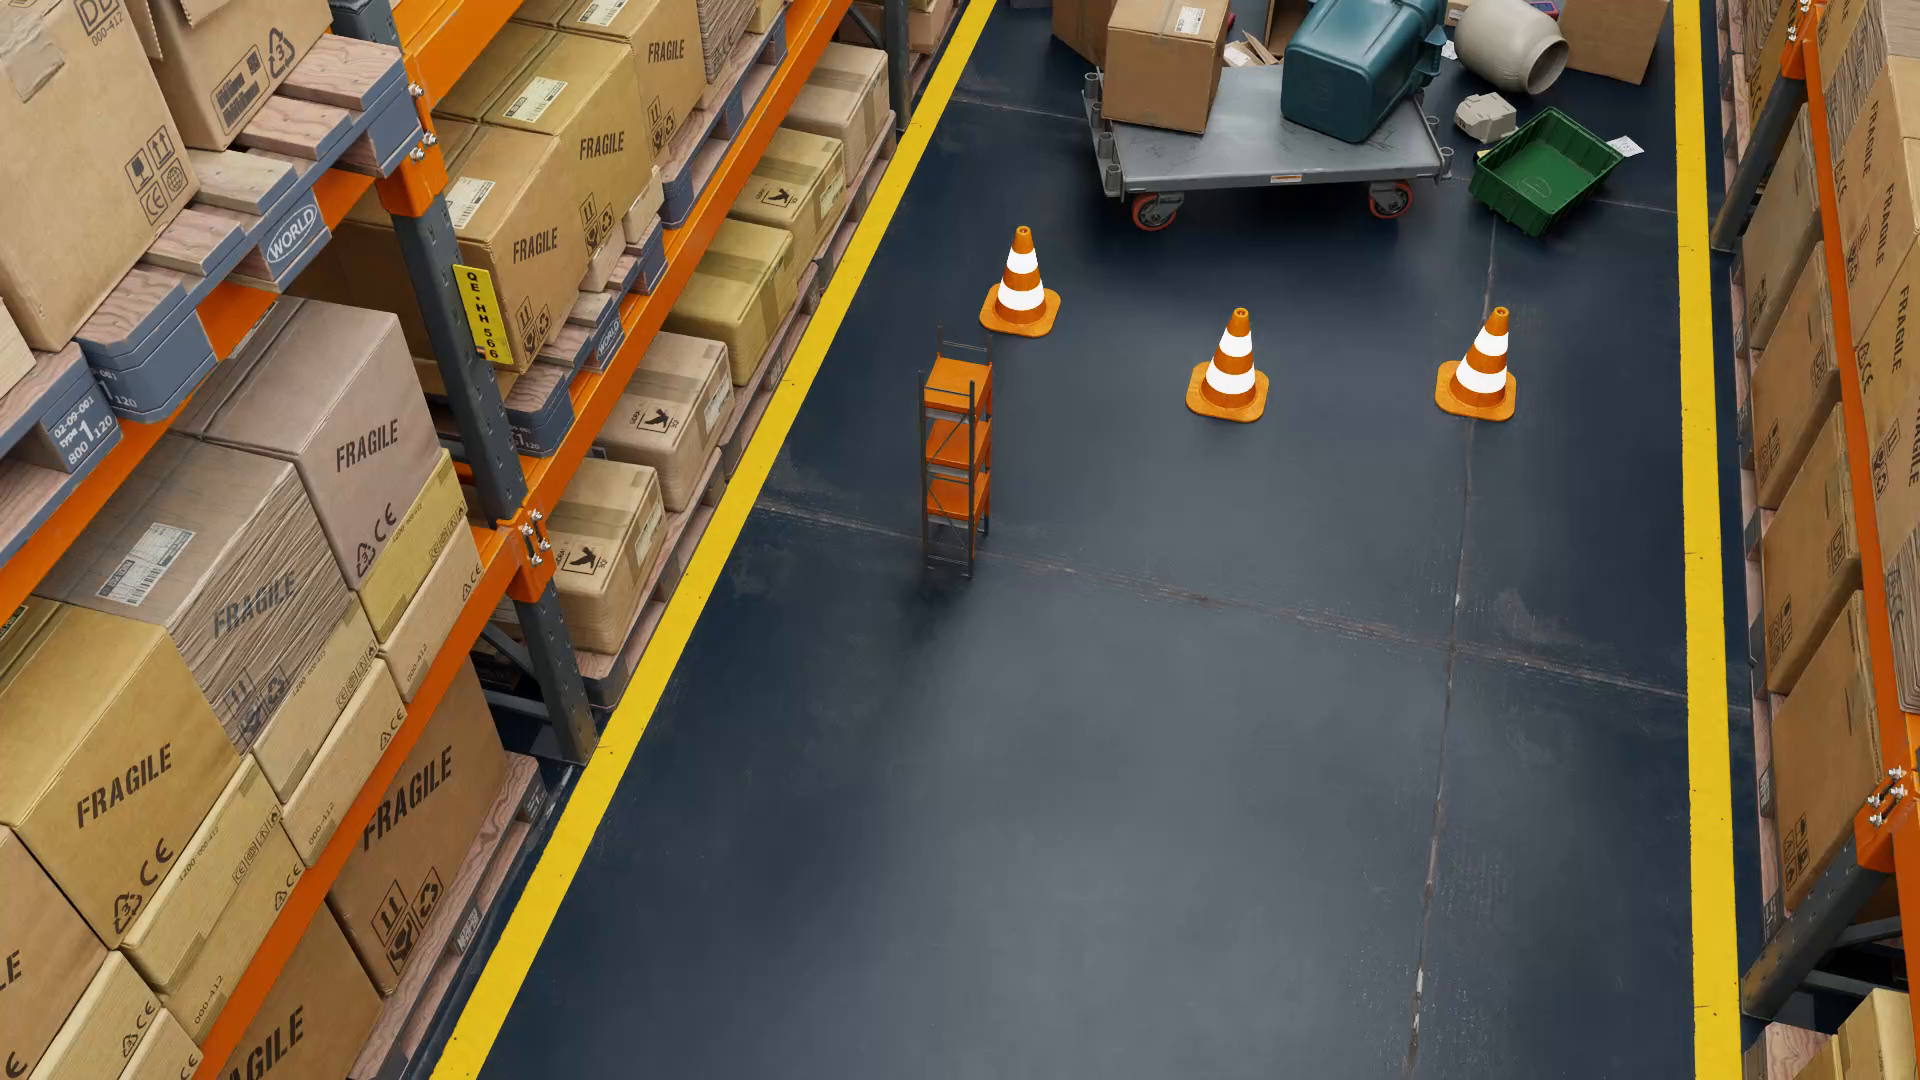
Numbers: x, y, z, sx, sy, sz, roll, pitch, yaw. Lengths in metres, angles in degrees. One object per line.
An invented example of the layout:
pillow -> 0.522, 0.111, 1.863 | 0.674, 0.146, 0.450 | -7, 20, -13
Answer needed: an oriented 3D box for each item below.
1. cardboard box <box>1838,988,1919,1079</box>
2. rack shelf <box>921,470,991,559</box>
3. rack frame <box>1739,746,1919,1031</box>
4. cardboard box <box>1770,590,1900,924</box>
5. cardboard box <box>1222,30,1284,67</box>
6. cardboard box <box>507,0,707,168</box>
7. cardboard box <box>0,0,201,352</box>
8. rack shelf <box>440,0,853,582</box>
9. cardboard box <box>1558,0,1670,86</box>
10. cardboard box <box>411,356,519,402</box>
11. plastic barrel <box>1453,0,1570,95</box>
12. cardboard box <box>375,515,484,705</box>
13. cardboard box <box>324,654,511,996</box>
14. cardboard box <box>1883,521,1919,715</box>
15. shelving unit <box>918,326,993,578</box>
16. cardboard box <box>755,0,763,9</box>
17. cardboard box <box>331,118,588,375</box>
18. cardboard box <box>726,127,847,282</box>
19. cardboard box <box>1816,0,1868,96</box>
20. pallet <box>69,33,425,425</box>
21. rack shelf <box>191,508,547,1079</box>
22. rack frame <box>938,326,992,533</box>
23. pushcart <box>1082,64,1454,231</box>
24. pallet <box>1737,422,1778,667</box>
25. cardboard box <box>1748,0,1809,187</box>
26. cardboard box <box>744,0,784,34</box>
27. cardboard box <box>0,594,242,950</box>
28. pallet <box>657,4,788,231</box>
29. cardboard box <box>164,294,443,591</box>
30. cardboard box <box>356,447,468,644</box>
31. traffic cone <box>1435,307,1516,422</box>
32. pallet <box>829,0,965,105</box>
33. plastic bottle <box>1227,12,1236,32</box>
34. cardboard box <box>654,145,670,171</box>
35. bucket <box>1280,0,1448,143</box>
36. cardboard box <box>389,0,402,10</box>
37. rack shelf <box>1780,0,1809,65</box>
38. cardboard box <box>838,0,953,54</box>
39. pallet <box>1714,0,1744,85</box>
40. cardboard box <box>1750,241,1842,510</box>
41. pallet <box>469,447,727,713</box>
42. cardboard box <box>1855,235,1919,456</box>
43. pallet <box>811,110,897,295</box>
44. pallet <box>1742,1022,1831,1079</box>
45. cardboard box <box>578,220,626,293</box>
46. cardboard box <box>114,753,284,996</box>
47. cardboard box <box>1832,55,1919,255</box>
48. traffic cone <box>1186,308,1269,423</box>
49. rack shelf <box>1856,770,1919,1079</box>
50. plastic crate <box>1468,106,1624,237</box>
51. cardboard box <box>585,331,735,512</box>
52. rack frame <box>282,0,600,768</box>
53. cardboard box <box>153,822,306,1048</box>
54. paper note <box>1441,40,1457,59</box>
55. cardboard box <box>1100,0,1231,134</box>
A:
cardboard box -> 2.584, 1.475, 4.253 | 0.500, 0.250, 0.500 | 10, 49, 8
rack shelf -> -0.014, -0.118, 6.457 | 0.215, 0.259, 0.240 | 12, 50, 10
rack frame -> 2.999, 0.584, 4.153 | 1.000, 3.000, 0.127 | 12, 50, 10
cardboard box -> 3.247, 0.767, 5.212 | 1.050, 0.750, 0.750 | 11, 49, 10
cardboard box -> 1.535, -2.474, 8.675 | 0.258, 0.266, 0.396 | -19, 51, -16
cardboard box -> -1.197, -1.634, 5.565 | 0.500, 0.500, 0.500 | 12, 50, 11
cardboard box -> -1.880, -0.731, 2.966 | 0.700, 0.500, 0.500 | 9, 49, 8
rack shelf -> -1.276, -1.528, 6.497 | 1.077, 0.370, 4.000 | 12, 50, 10
cardboard box -> 3.471, -2.808, 8.812 | 0.500, 0.500, 0.500 | 19, 51, 16
cardboard box -> -1.538, -0.574, 5.062 | 0.380, 0.149, 0.250 | 9, 49, 8
plastic barrel -> 2.871, -2.580, 8.664 | 0.421, 0.421, 0.512 | -27, 54, -22
cardboard box -> -1.685, 0.147, 4.639 | 0.500, 0.250, 0.500 | 10, 49, 9
cardboard box -> -2.065, 0.727, 5.163 | 0.875, 0.875, 0.875 | 11, 50, 10
cardboard box -> 2.859, 0.172, 4.450 | 0.500, 0.500, 0.500 | 12, 50, 10
shelving unit -> -0.014, -0.309, 6.241 | 0.215, 1.050, 0.252 | 12, 50, 10
cardboard box -> -0.921, -2.373, 6.218 | 0.500, 0.500, 0.500 | 13, 50, 11
cardboard box -> -1.461, -0.870, 4.891 | 0.500, 0.500, 0.500 | 10, 49, 9
cardboard box -> -1.071, -1.582, 7.537 | 0.950, 0.372, 0.625 | 14, 50, 12
cardboard box -> 3.654, -2.015, 6.380 | 0.500, 0.500, 0.500 | 12, 50, 10
pallet -> -1.921, -0.774, 3.476 | 1.213, 0.211, 1.003 | 14, 50, 12
rack shelf -> -2.329, 1.365, 3.943 | 1.077, 0.370, 4.000 | 12, 50, 10
rack frame -> 0.018, -0.397, 6.319 | 0.200, 1.050, 0.008 | 12, 50, 10
pushcart -> 1.463, -1.932, 8.122 | 1.648, 0.377, 0.936 | -4, 49, -3
pallet -> 3.603, 0.072, 6.465 | 1.003, 0.211, 1.213 | 12, 50, 10
cardboard box -> 4.285, -2.186, 7.735 | 0.875, 0.875, 0.875 | 12, 50, 11
cardboard box -> -0.901, -2.107, 6.415 | 0.380, 0.149, 0.250 | 12, 50, 10
cardboard box -> -1.951, 0.472, 3.518 | 0.500, 0.500, 0.500 | 12, 50, 10
pallet -> -1.321, -1.696, 6.293 | 1.003, 0.211, 1.213 | 12, 50, 10
cardboard box -> -1.686, -0.258, 4.163 | 0.500, 0.500, 0.500 | 10, 49, 9
cardboard box -> -1.685, -0.035, 4.466 | 0.500, 0.250, 0.500 | 11, 50, 10
traffic cone -> 2.243, -0.798, 7.064 | 0.336, 0.463, 0.334 | 12, 50, 10
pallet -> -0.607, -2.783, 8.984 | 1.003, 0.211, 1.213 | 12, 50, 10
plastic bottle -> 1.399, -2.804, 9.103 | 0.133, 0.061, 0.283 | 19, 51, 16
cardboard box -> -1.234, -1.345, 5.743 | 0.380, 0.149, 0.250 | 14, 50, 12
bucket -> 1.864, -2.283, 7.852 | 0.726, 0.611, 0.620 | 28, 64, 22
cardboard box -> -1.556, -1.424, 4.092 | 0.380, 0.149, 0.250 | 12, 50, 10
rack shelf -> 4.579, -3.518, 8.253 | 1.077, 0.370, 4.000 | 12, 50, 10
cardboard box -> -0.334, -2.816, 8.707 | 0.500, 0.250, 0.500 | 10, 49, 8
pallet -> 4.647, -2.807, 9.005 | 1.003, 0.211, 1.213 | 12, 50, 10
cardboard box -> 3.718, -0.540, 6.365 | 1.050, 0.750, 0.750 | 12, 50, 10
pallet -> -1.596, 0.038, 6.495 | 1.003, 0.211, 1.213 | 12, 50, 10
cardboard box -> 3.123, -0.550, 5.087 | 0.500, 0.500, 0.500 | 11, 49, 9
pallet -> -0.953, -1.727, 8.052 | 1.003, 0.211, 1.213 | 12, 50, 10
pallet -> 2.792, 2.072, 4.700 | 1.003, 0.211, 1.213 | 12, 50, 10
cardboard box -> -1.314, -0.961, 5.404 | 0.380, 0.149, 0.250 | 9, 49, 8
cardboard box -> -1.931, 0.711, 3.808 | 0.500, 0.250, 0.500 | 10, 49, 9
cardboard box -> 3.388, -1.289, 5.739 | 0.500, 0.500, 0.500 | 11, 50, 10
traffic cone -> 1.163, -0.793, 7.060 | 0.336, 0.463, 0.334 | 12, 50, 10
rack shelf -> 2.473, 2.269, 3.146 | 1.077, 0.370, 4.000 | 12, 50, 10
plastic crate -> 2.834, -1.782, 8.078 | 0.662, 0.188, 0.450 | -37, 68, -28
cardboard box -> -1.458, -0.531, 6.610 | 0.950, 0.372, 0.625 | 11, 49, 9
rack frame -> -1.803, -0.320, 4.951 | 1.000, 3.000, 0.127 | 12, 50, 10
cardboard box -> -1.953, 0.880, 3.991 | 0.500, 0.250, 0.500 | 11, 50, 10
paper note -> 2.644, -2.668, 9.008 | 0.172, 0.023, 0.155 | 28, 54, 22
cardboard box -> 0.975, -2.307, 7.866 | 0.500, 0.500, 0.500 | 12, 50, 10
